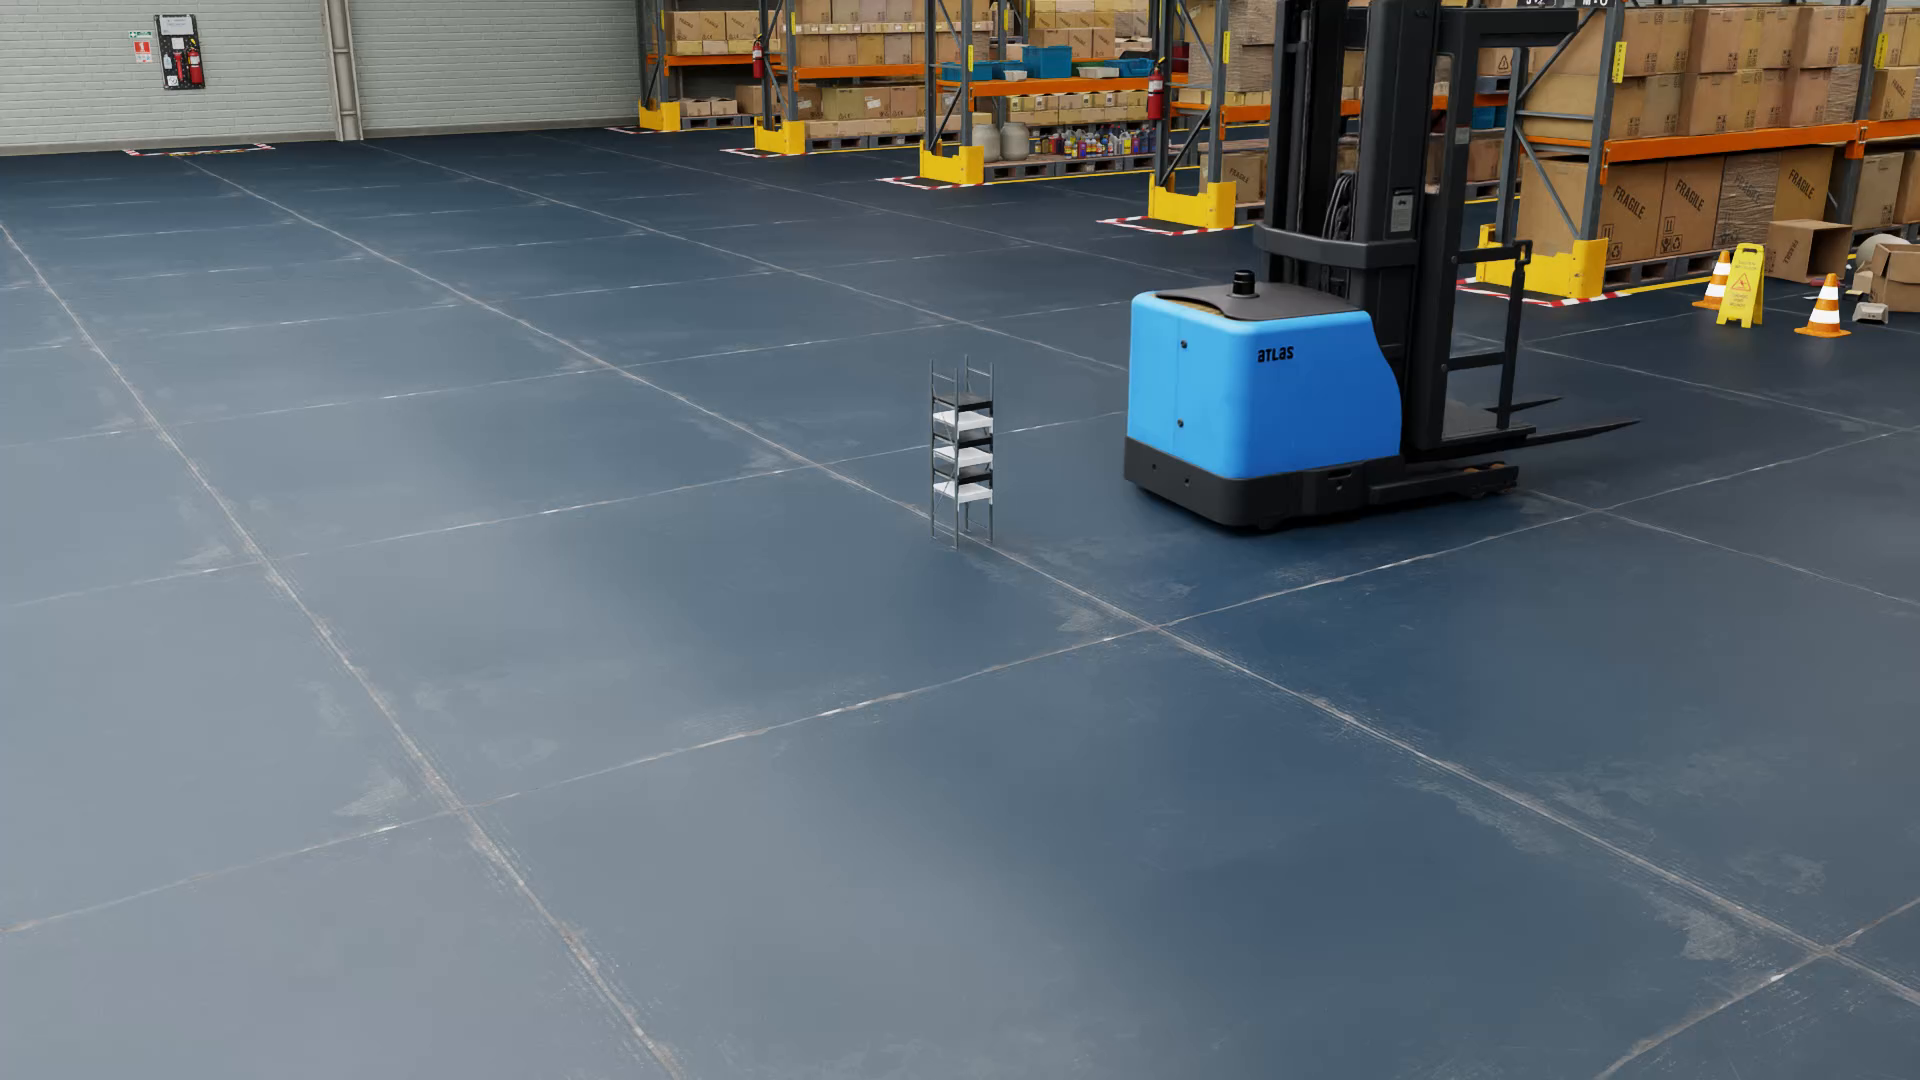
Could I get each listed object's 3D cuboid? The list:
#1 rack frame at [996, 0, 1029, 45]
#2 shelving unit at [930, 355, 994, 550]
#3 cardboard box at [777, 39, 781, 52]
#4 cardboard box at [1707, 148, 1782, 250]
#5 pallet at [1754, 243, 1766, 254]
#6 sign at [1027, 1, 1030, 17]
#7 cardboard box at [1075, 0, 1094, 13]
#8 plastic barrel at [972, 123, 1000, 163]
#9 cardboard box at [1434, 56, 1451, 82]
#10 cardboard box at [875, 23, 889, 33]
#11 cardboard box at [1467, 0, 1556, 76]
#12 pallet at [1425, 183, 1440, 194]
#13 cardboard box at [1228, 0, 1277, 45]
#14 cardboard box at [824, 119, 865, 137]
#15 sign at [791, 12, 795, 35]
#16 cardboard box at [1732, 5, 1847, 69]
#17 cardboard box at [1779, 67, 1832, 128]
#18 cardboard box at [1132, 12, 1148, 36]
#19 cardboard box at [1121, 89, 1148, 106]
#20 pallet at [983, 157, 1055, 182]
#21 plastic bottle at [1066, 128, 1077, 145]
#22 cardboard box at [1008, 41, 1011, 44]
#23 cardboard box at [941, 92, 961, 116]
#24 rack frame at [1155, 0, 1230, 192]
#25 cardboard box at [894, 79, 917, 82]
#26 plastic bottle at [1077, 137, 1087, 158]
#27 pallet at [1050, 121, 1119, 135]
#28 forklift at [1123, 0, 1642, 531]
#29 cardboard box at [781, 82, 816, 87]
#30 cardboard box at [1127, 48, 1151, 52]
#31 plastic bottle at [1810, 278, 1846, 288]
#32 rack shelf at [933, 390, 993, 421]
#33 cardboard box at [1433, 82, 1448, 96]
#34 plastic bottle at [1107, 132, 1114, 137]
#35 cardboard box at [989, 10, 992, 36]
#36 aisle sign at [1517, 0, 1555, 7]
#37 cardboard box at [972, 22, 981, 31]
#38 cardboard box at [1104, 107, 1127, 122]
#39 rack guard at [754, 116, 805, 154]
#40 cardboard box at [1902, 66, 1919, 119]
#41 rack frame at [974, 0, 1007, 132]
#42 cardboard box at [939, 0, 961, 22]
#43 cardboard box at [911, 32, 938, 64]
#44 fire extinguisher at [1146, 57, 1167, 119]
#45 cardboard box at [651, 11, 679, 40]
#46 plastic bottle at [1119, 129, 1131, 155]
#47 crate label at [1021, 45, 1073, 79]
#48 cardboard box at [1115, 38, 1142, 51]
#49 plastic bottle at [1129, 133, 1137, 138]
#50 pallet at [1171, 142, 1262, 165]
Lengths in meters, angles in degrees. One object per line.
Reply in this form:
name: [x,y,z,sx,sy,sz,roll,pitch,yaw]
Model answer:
rack frame: [1.075,-10.424,34.395,0.127,3.000,1.000,-12,22,-31]
shelving unit: [0.007,-0.428,8.105,0.210,0.900,0.258,-12,22,-31]
cardboard box: [-3.327,-9.315,31.318,0.500,0.250,0.500,-12,22,-32]
cardboard box: [7.236,-3.341,16.105,0.875,0.875,0.875,-12,22,-31]
pallet: [7.872,-2.966,16.690,1.213,0.211,1.003,-12,22,-31]
sign: [1.381,-10.792,33.798,0.005,0.325,0.100,-12,22,-31]
cardboard box: [2.460,-11.172,34.785,0.500,0.250,0.500,-12,22,-31]
plastic barrel: [0.350,-5.522,23.123,0.421,0.512,0.421,0,19,0]
cardboard box: [5.497,-5.870,20.305,0.500,0.500,0.875,-12,22,-31]
cardboard box: [-1.358,-8.284,26.897,0.250,0.149,0.380,-12,22,-32]
cardboard box: [6.647,-6.331,20.694,1.000,1.000,1.000,-12,22,-31]
pallet: [5.365,-4.296,20.623,1.213,0.211,1.003,-12,22,-31]
cardboard box: [3.175,-5.726,18.317,0.500,0.500,0.500,-12,22,-31]
cardboard box: [-1.893,-6.711,27.050,0.500,0.250,0.500,-12,22,-31]
sign: [-2.579,-7.989,25.716,0.005,0.325,0.100,-12,22,-31]
cardboard box: [7.828,-4.799,15.837,0.550,0.550,0.875,-12,22,-31]
cardboard box: [7.802,-4.300,16.047,0.550,0.550,0.875,-12,22,-31]
cardboard box: [3.748,-11.085,35.699,0.500,0.500,0.500,-12,22,-31]
cardboard box: [3.070,-8.010,30.018,0.500,0.311,0.500,-12,22,-32]
pallet: [0.561,-5.212,23.331,1.213,0.211,1.003,-12,22,-31]
plastic bottle: [1.612,-5.851,24.318,0.185,0.351,0.144,-11,22,-29]
cardboard box: [1.206,-10.441,34.805,0.250,0.149,0.380,-12,22,-31]
cardboard box: [-0.230,-7.422,27.981,0.500,0.500,0.500,-12,22,-31]
rack frame: [2.566,-5.040,18.470,0.127,3.000,1.000,-12,22,-31]
cardboard box: [-1.256,-8.982,33.347,0.500,0.500,0.700,-12,22,-32]
plastic bottle: [1.727,-5.558,23.555,0.133,0.283,0.061,-11,22,-31]
pallet: [2.075,-7.431,29.895,1.213,0.211,1.003,-12,22,-31]
forklift: [2.437,-1.746,8.833,3.031,2.935,1.130,-9,21,-25]
cardboard box: [-3.111,-8.550,32.069,0.500,0.500,0.500,-14,23,-35]
cardboard box: [3.203,-8.748,29.831,0.250,0.149,0.380,-12,22,-31]
plastic bottle: [7.829,-2.311,14.984,0.283,0.061,0.133,13,23,34]
rack shelf: [0.007,-0.652,8.029,0.200,0.077,0.258,-12,22,-31]
cardboard box: [5.675,-5.468,20.127,0.250,0.149,0.380,-12,22,-31]
plastic bottle: [2.226,-5.897,24.576,0.097,0.271,0.097,0,19,0]
cardboard box: [0.236,-10.489,33.743,0.500,0.500,0.700,-14,23,-36]
aisle sign: [4.985,-4.995,14.277,0.004,0.787,0.394,-12,22,-31]
cardboard box: [0.145,-8.602,27.836,0.250,0.149,0.380,-12,22,-33]
cardboard box: [2.647,-7.659,29.853,0.500,0.250,0.500,-11,22,-30]
rack guard: [-2.899,-6.502,26.698,0.348,0.500,1.175,-12,22,-31]
cardboard box: [9.559,-4.558,16.886,0.500,0.500,0.500,-12,22,-31]
rack frame: [0.462,-8.395,28.394,0.127,3.000,1.000,-12,22,-31]
cardboard box: [-0.327,-8.888,27.670,0.500,0.500,0.700,-12,22,-32]
cardboard box: [-0.764,-8.181,27.603,0.500,0.500,0.700,-12,22,-31]
fire extinguisher: [2.217,-5.107,18.787,0.183,0.674,0.296,-12,22,-31]
cardboard box: [-5.330,-9.449,30.542,0.500,0.500,0.500,-12,22,-32]
plastic bottle: [2.373,-5.742,23.995,0.185,0.351,0.144,-12,22,-32]
crate label: [1.230,-6.778,23.556,0.616,0.435,0.502,-12,22,-31]
cardboard box: [2.949,-8.952,30.179,0.500,0.311,0.500,-12,22,-32]
plastic bottle: [2.541,-5.799,24.279,0.135,0.276,0.152,-12,22,-31]
pallet: [3.817,-5.897,25.359,1.213,0.211,1.003,-12,22,-31]
